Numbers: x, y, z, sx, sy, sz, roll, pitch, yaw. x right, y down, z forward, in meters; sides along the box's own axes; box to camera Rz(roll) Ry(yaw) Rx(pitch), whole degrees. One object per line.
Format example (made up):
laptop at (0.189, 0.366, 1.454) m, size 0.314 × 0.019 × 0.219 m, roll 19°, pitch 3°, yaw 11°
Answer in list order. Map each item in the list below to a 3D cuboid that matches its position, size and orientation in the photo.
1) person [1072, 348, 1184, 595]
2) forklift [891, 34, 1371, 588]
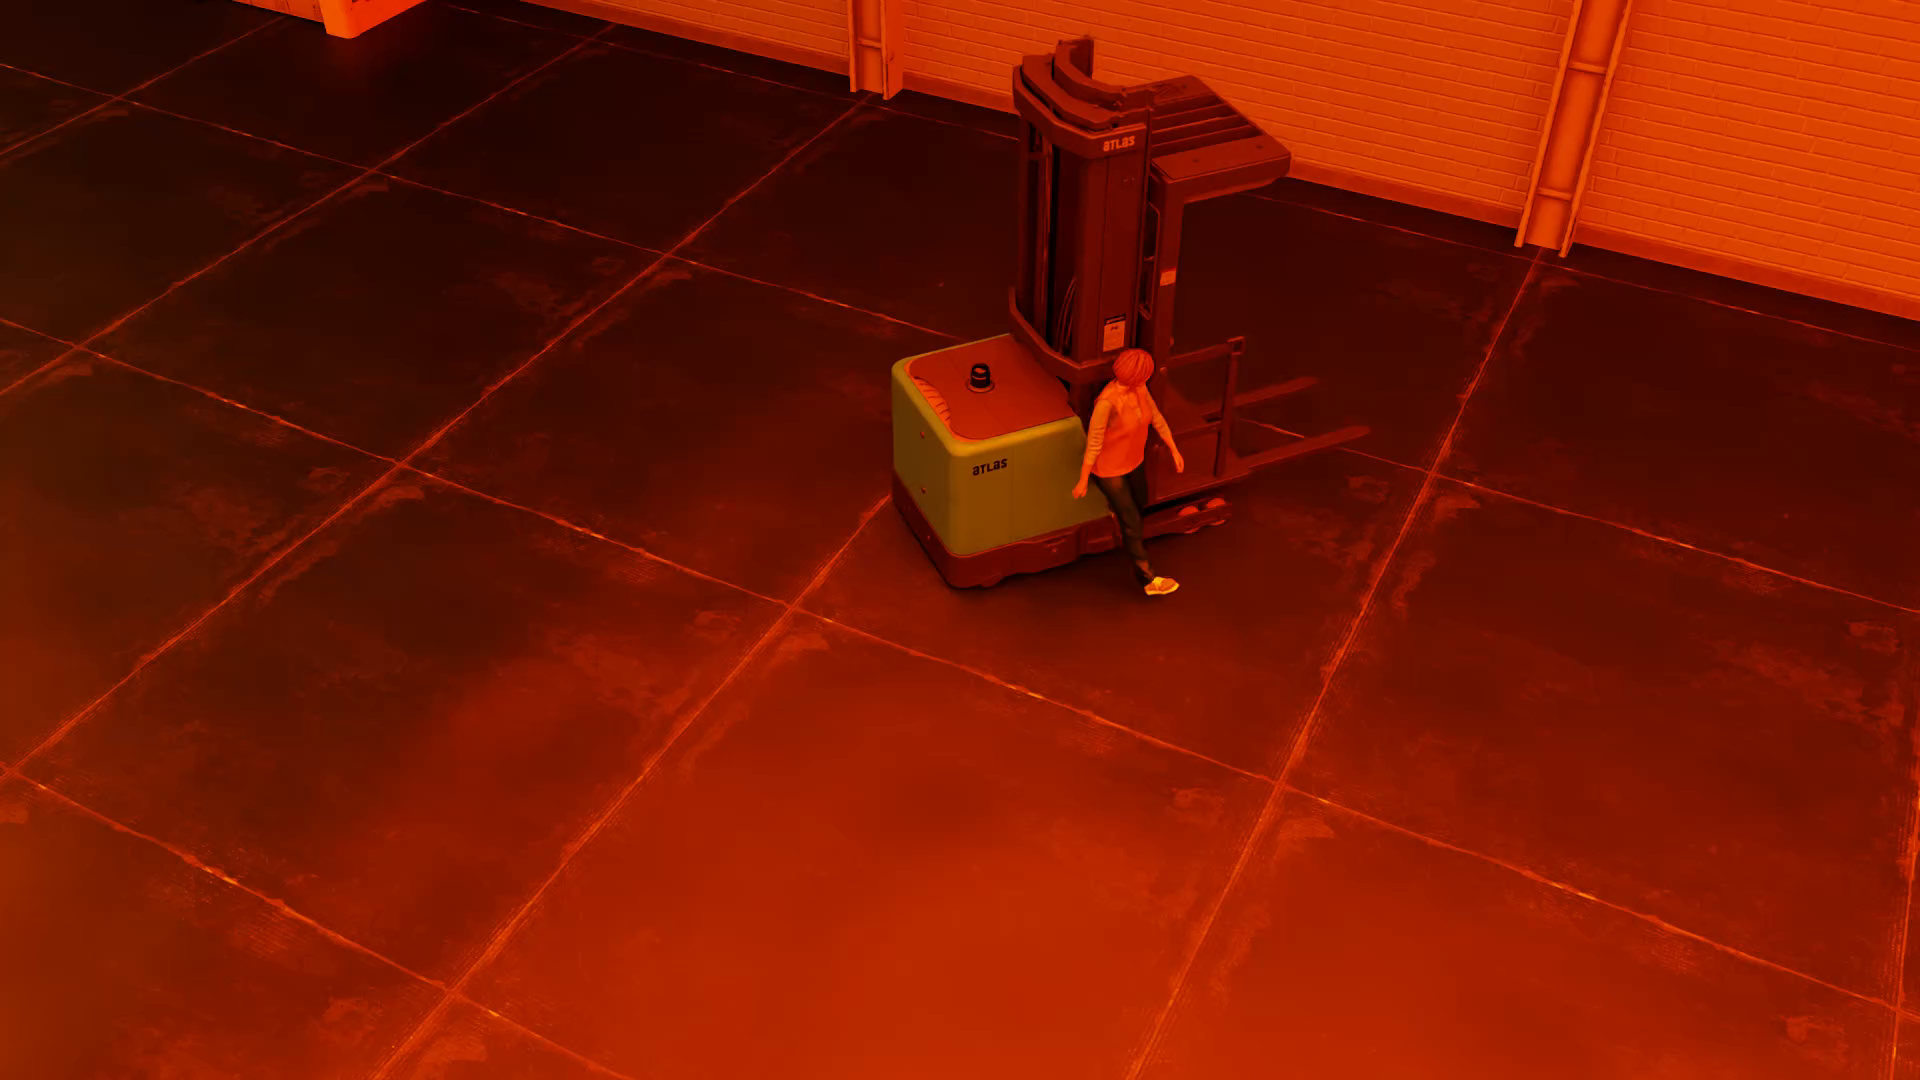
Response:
person at (0.975, -0.395, 9.521) m, size 0.862 × 1.510 × 0.575 m, roll 24°, pitch 46°, yaw 26°
forklift at (1.140, -1.461, 9.721) m, size 3.031 × 2.935 × 1.130 m, roll -16°, pitch 43°, yaw -18°
